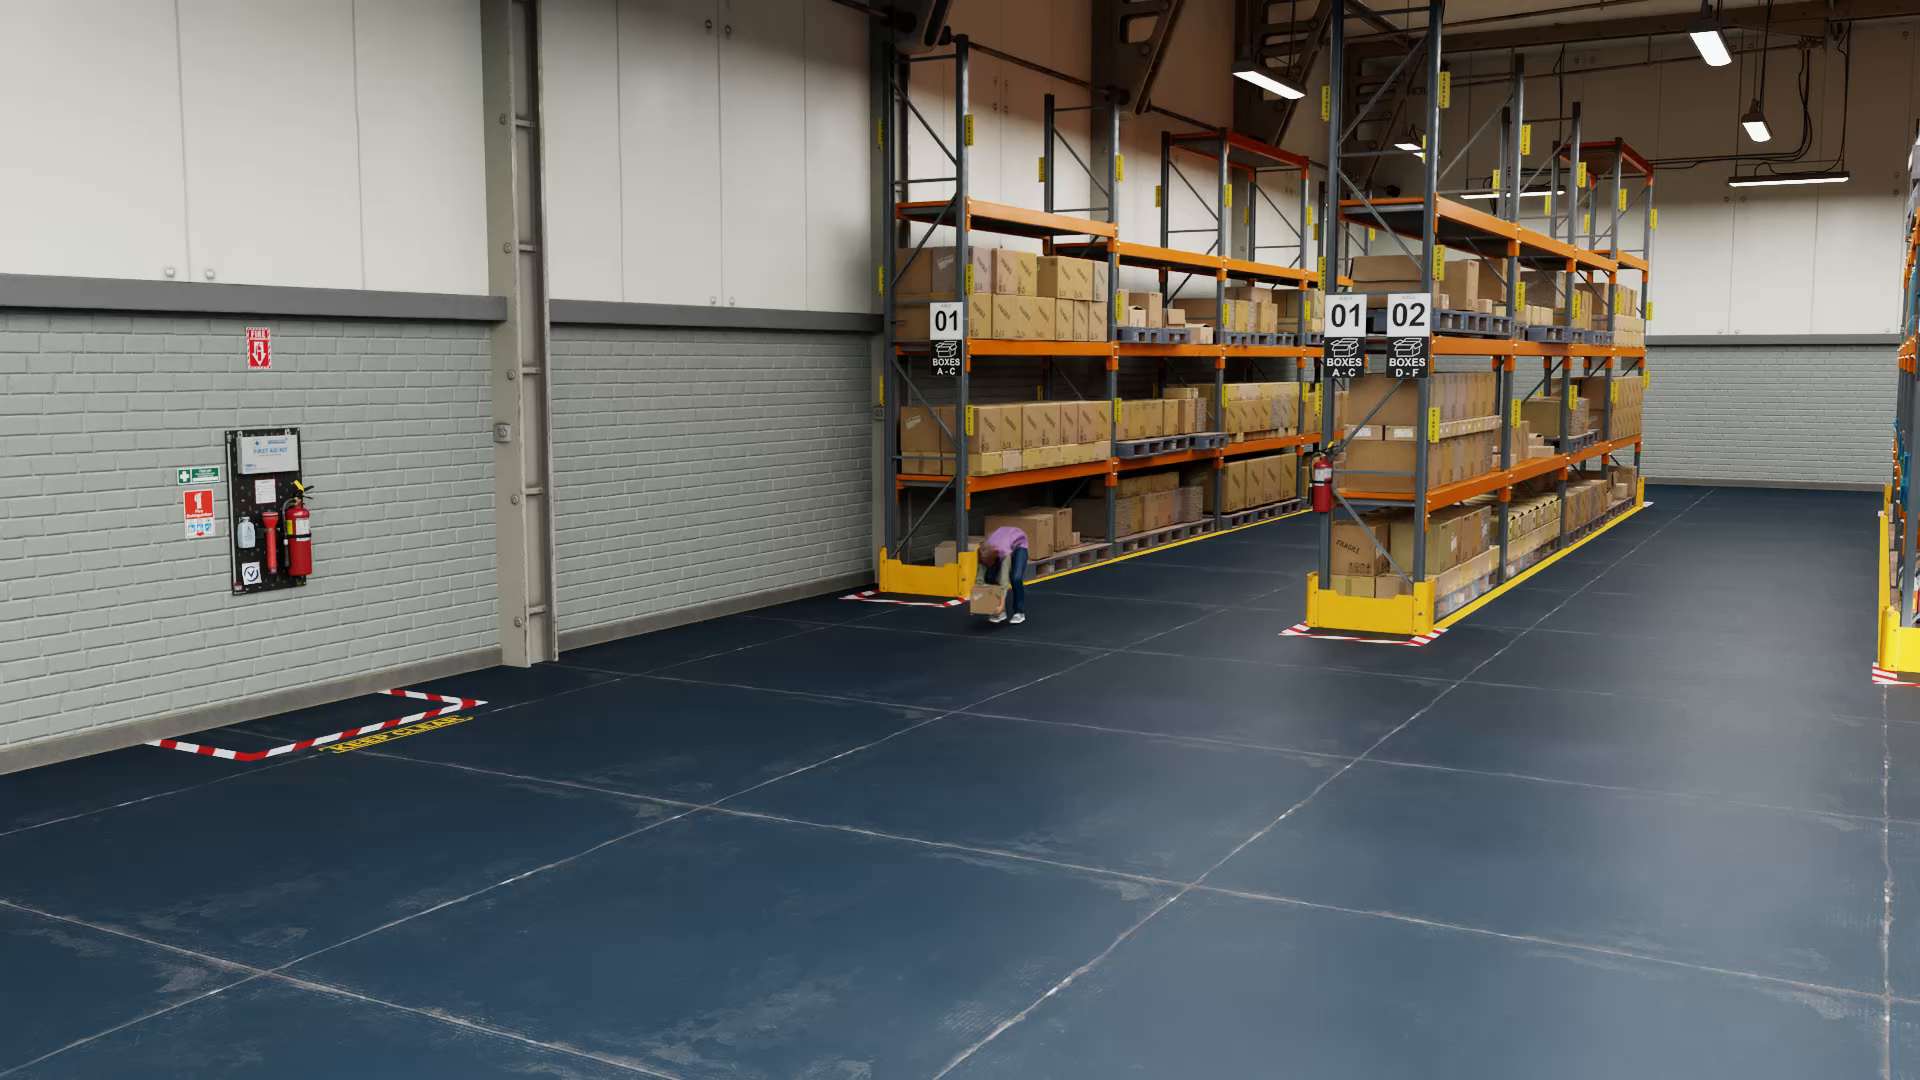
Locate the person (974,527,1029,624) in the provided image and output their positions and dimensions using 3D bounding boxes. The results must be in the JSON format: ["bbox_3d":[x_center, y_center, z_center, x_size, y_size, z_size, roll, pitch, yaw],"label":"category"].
[{"bbox_3d":[0.392,0.359,16.266,0.410,0.948,0.866,3,7,26],"label":"person"}]
